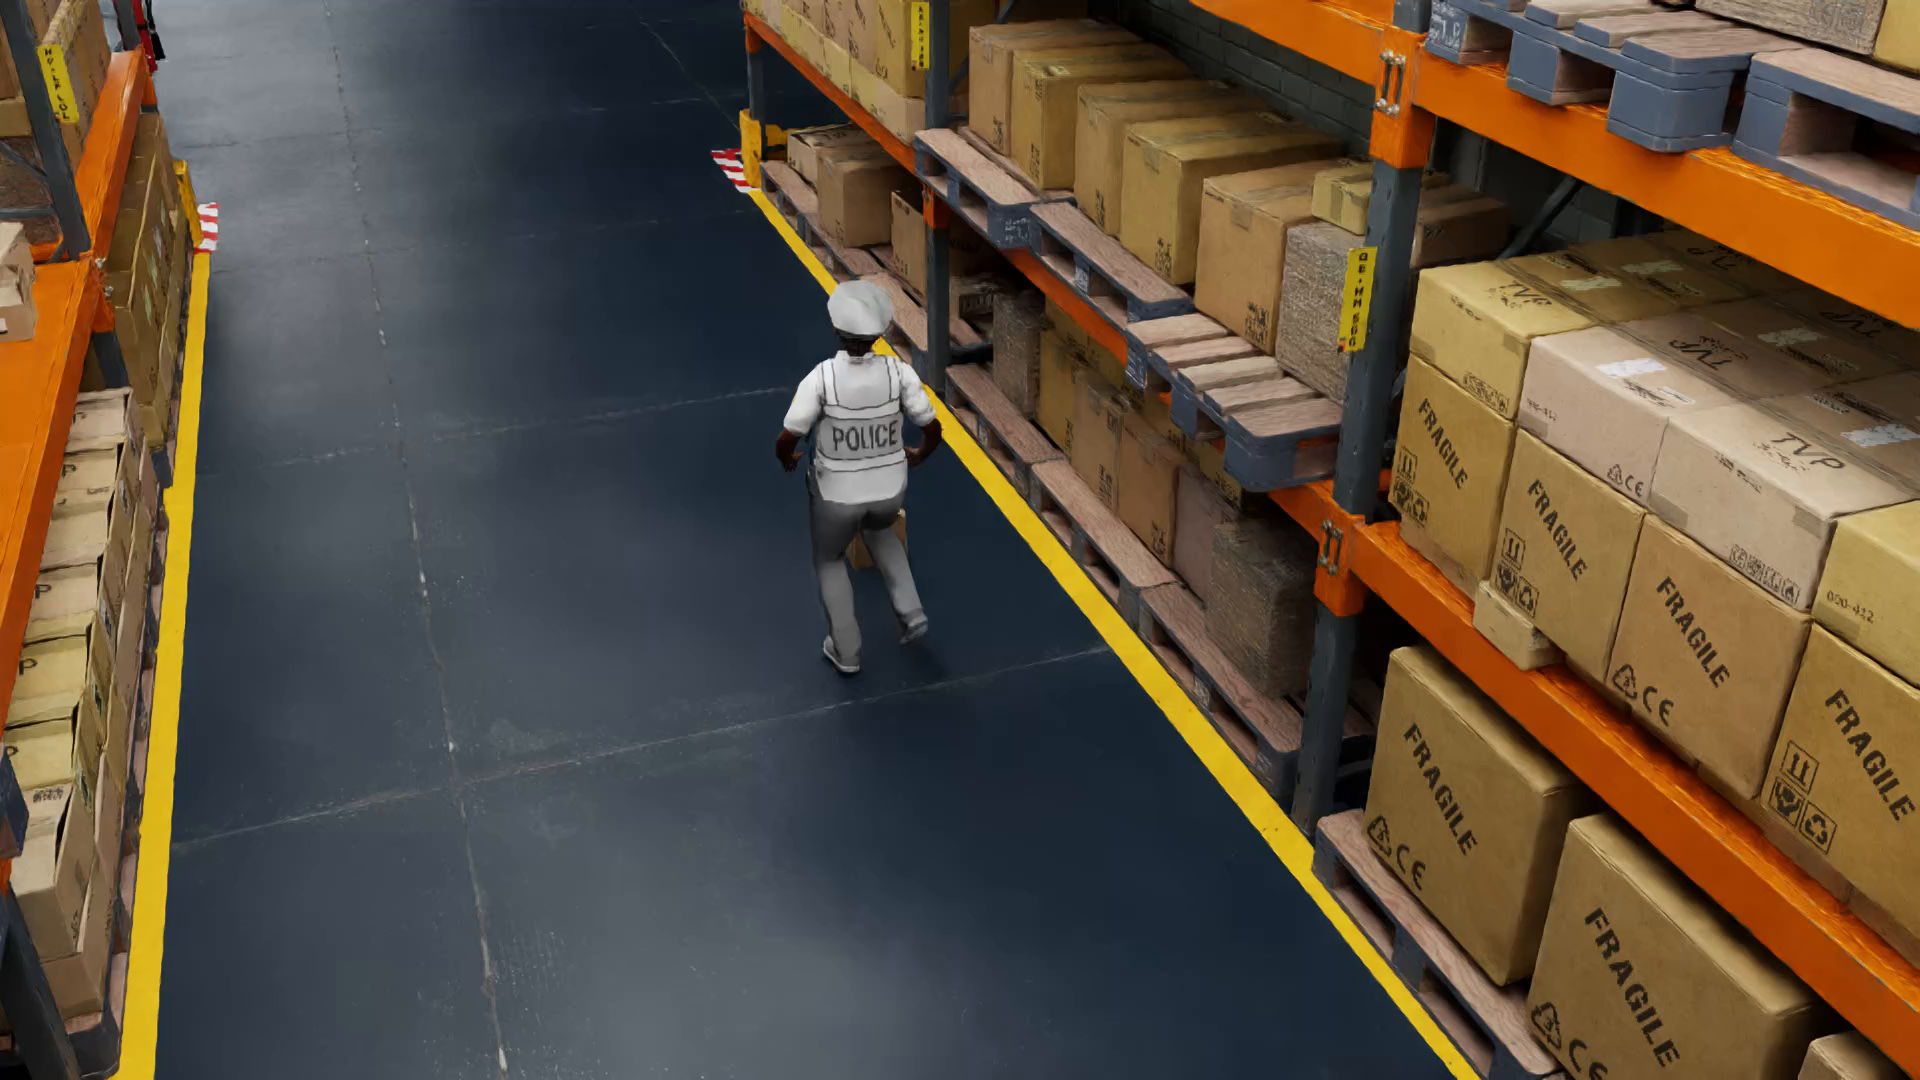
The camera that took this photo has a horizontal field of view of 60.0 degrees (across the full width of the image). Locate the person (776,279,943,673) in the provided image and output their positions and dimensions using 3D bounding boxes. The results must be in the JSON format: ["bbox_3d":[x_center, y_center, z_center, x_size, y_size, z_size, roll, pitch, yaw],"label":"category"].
[{"bbox_3d":[-0.426,-0.236,6.542,0.639,1.670,0.467,-12,32,-20],"label":"person"}]
